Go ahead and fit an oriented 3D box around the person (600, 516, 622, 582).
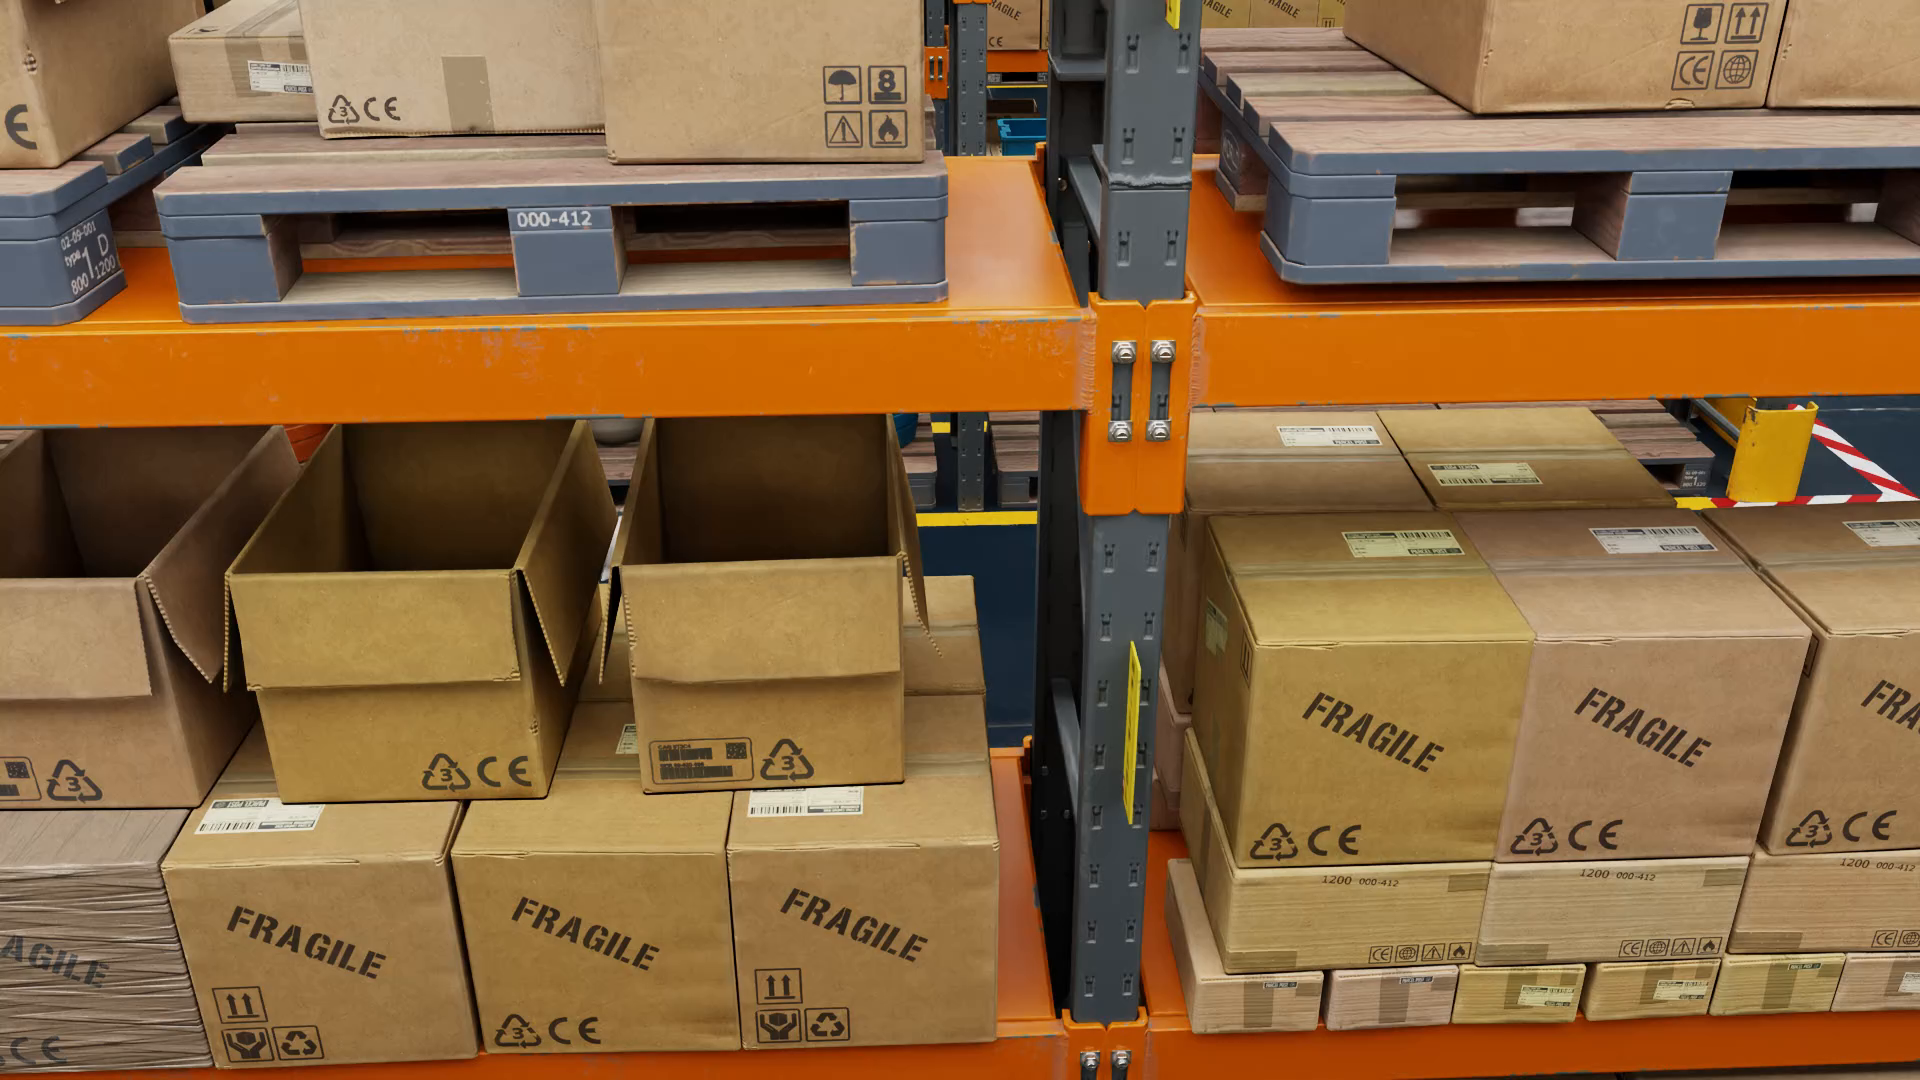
[{"bbox_3d":[-0.892,0.330,6.328,0.902,0.993,0.535,-2,27,-4],"label":"person"}]
